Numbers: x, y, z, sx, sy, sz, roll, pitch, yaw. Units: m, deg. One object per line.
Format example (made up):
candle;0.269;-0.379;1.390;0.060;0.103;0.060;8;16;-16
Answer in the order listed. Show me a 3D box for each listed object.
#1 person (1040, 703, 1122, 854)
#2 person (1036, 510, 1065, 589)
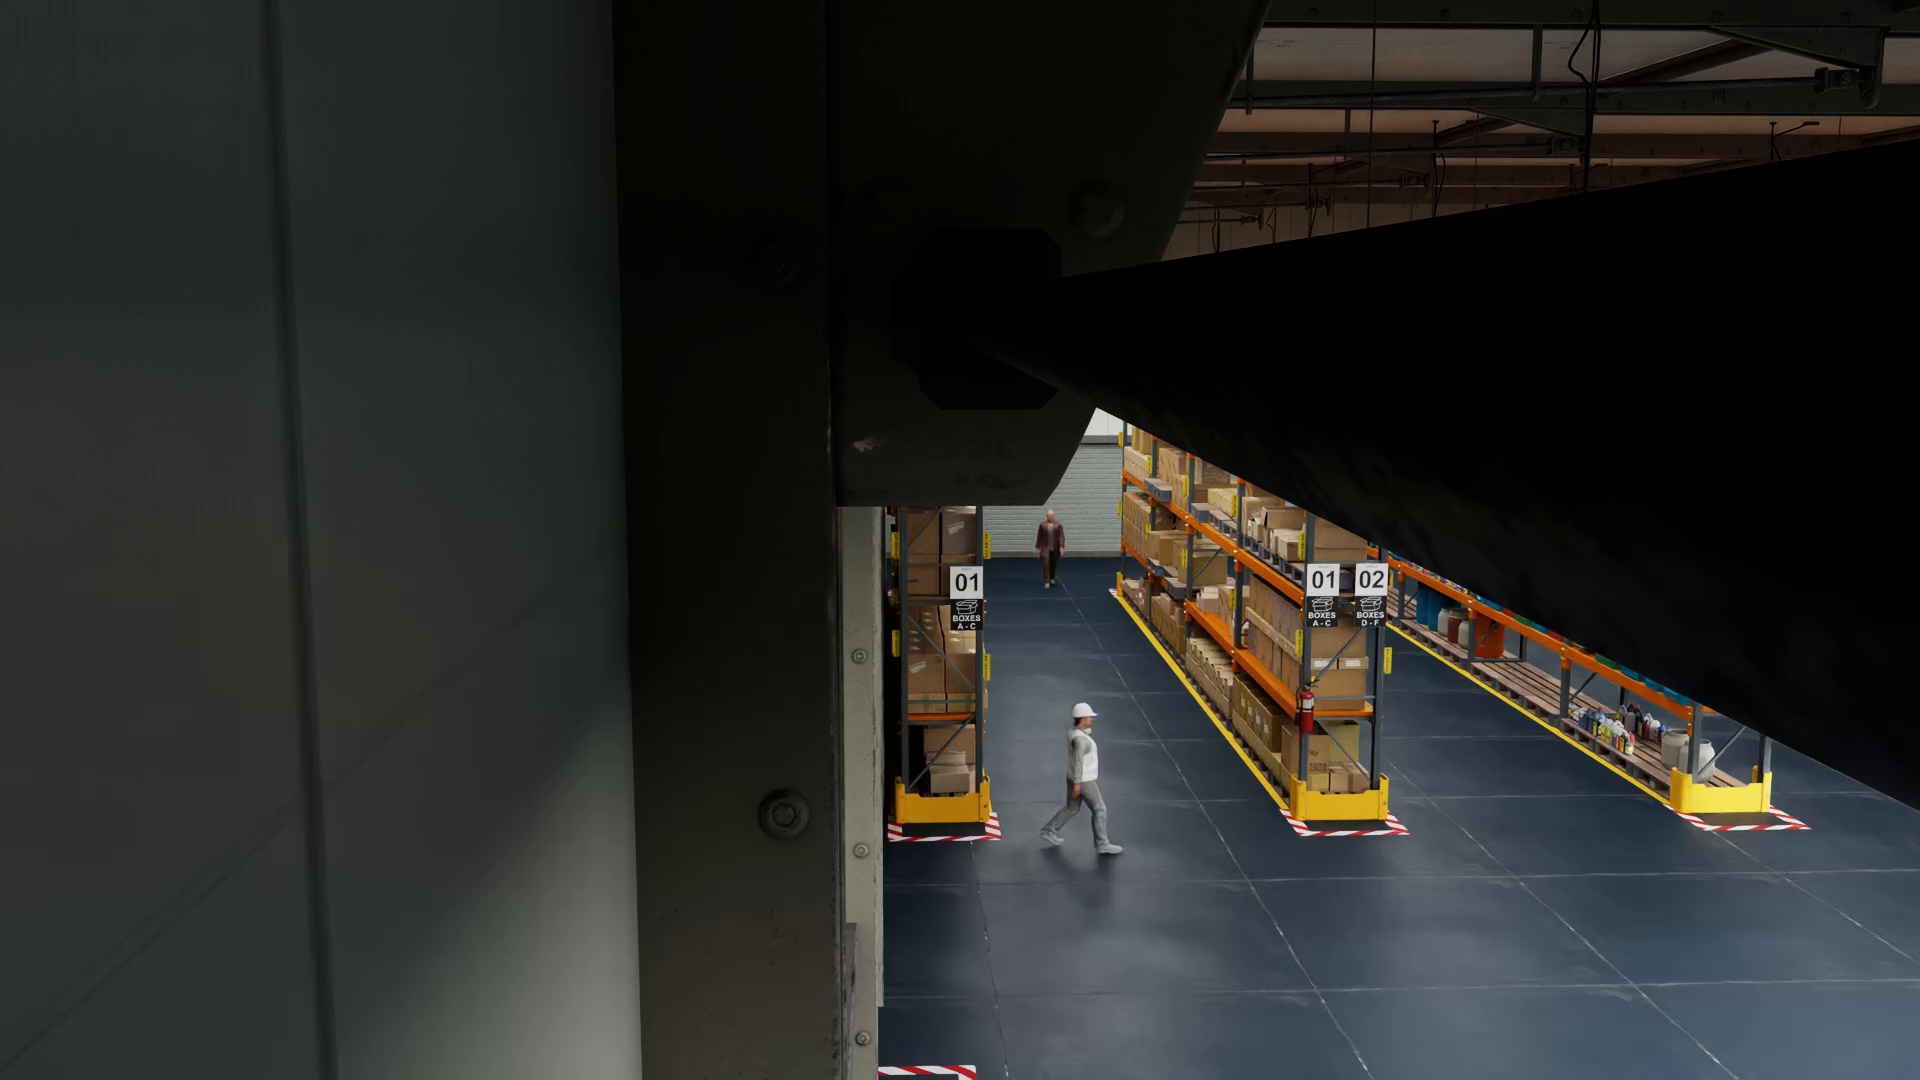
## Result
person;1.414;2.763;19.383;0.887;1.742;0.541;-2;8;-11
person;2.036;0.193;37.431;0.640;1.718;1.103;0;8;-2
